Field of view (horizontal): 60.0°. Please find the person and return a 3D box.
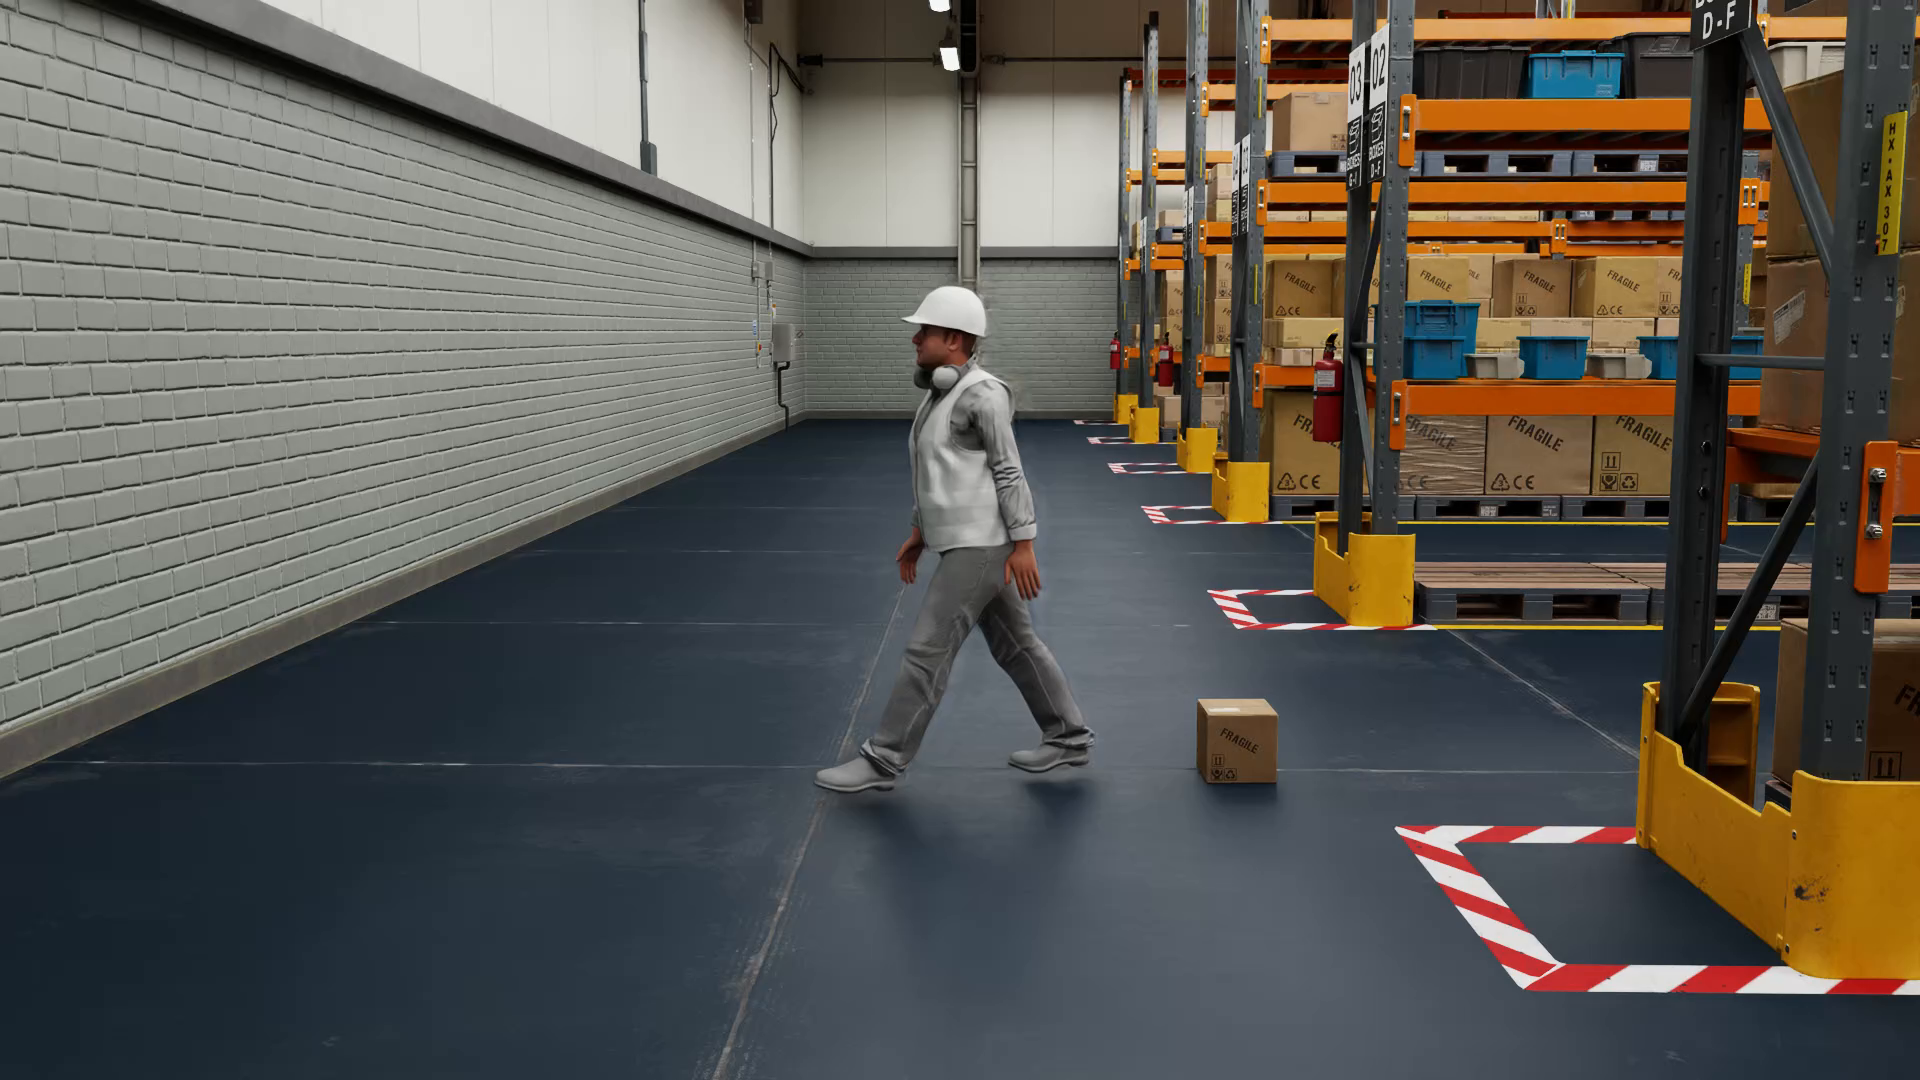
[{"bbox_3d":[-0.022,-0.014,5.740,1.029,1.706,0.564,-2,7,-12],"label":"person"}]
